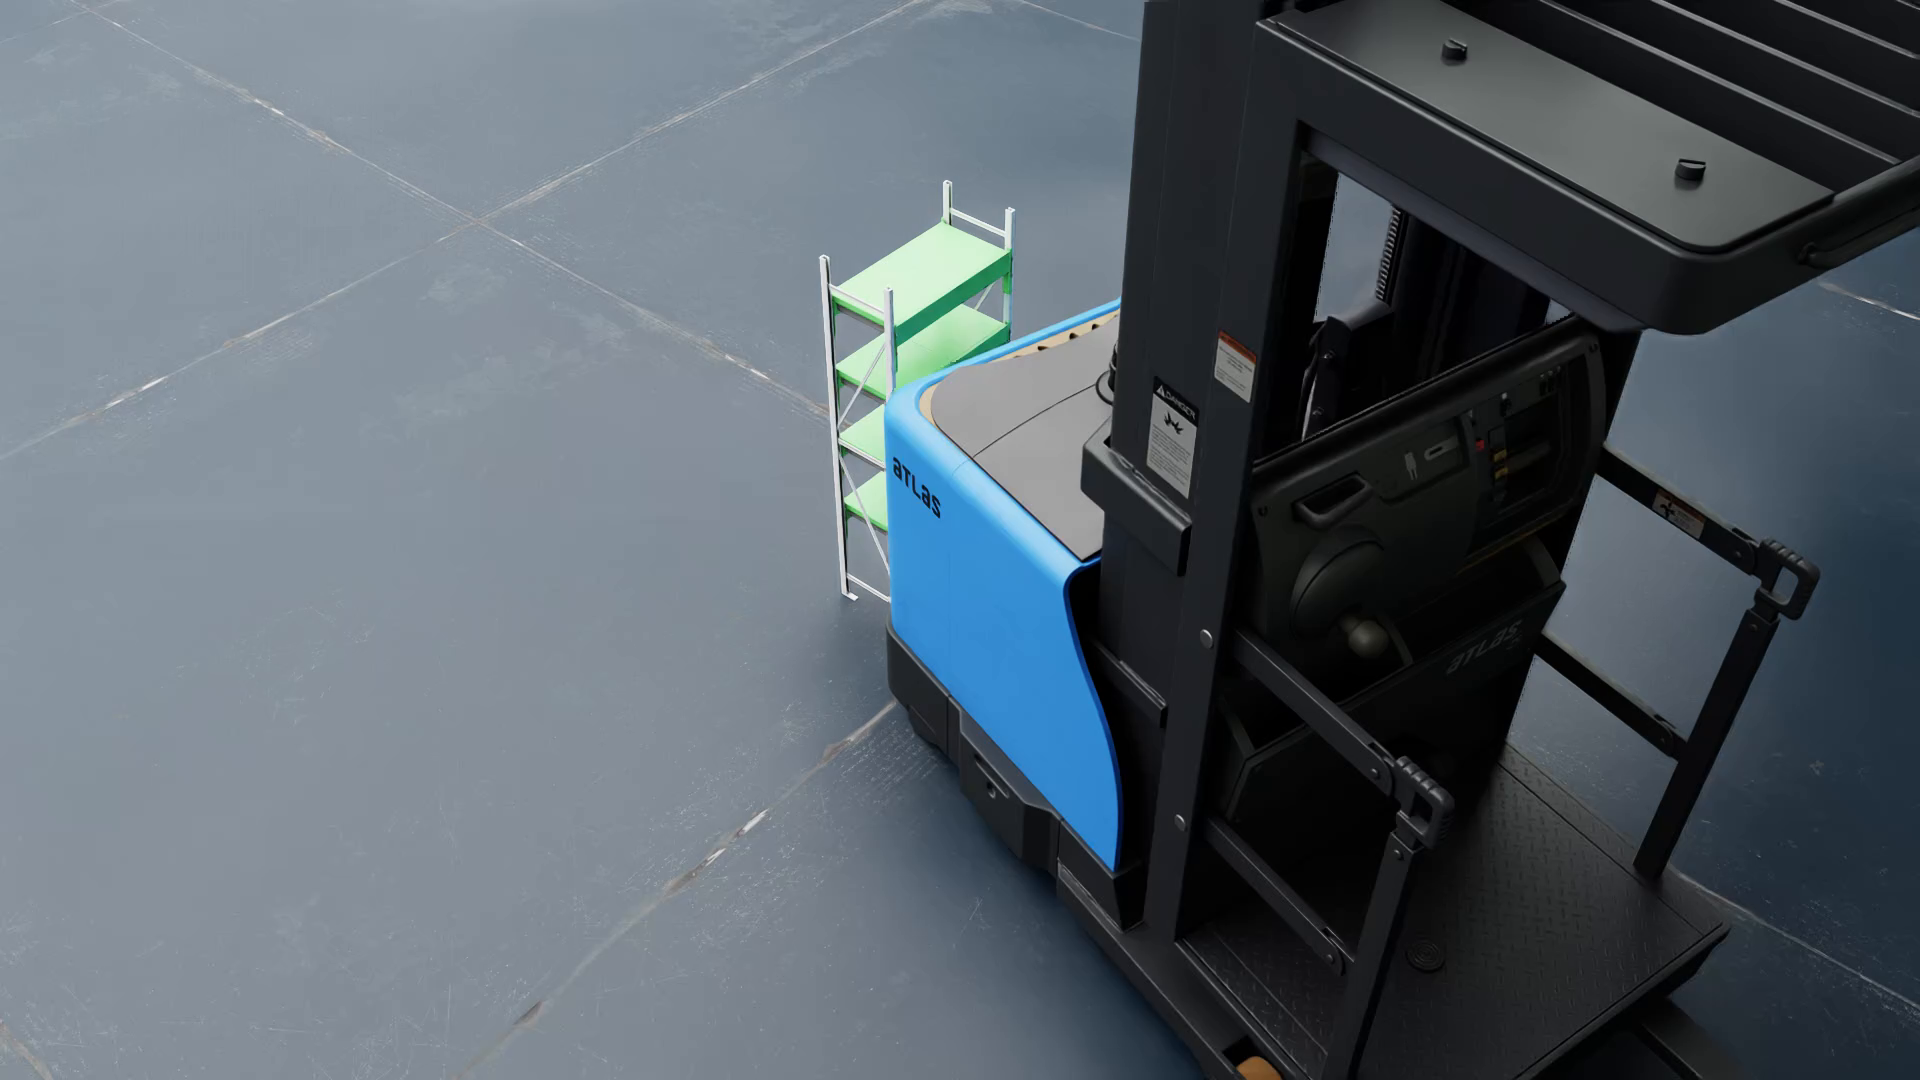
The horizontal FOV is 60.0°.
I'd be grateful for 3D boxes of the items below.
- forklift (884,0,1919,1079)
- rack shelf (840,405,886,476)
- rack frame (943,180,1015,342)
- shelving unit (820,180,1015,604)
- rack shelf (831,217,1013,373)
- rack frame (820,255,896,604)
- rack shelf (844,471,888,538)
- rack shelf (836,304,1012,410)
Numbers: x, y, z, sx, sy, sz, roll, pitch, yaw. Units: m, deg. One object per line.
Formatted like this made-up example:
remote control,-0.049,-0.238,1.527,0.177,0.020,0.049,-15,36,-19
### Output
forklift,1.040,-0.010,3.082,1.130,2.935,3.031,-25,48,-25
rack shelf,-0.107,-0.311,4.796,0.258,0.148,0.480,29,50,28
rack frame,0.050,-0.484,4.891,0.240,1.200,0.015,29,50,28
shelving unit,-0.107,-0.359,4.753,0.258,1.200,0.503,29,50,28
rack shelf,-0.107,-0.667,4.473,0.258,0.148,0.480,29,50,28
rack frame,-0.264,-0.233,4.614,0.240,1.200,0.015,29,50,28
rack shelf,-0.107,-0.134,4.957,0.258,0.148,0.480,29,50,28
rack shelf,-0.107,-0.489,4.634,0.258,0.148,0.480,29,50,28
